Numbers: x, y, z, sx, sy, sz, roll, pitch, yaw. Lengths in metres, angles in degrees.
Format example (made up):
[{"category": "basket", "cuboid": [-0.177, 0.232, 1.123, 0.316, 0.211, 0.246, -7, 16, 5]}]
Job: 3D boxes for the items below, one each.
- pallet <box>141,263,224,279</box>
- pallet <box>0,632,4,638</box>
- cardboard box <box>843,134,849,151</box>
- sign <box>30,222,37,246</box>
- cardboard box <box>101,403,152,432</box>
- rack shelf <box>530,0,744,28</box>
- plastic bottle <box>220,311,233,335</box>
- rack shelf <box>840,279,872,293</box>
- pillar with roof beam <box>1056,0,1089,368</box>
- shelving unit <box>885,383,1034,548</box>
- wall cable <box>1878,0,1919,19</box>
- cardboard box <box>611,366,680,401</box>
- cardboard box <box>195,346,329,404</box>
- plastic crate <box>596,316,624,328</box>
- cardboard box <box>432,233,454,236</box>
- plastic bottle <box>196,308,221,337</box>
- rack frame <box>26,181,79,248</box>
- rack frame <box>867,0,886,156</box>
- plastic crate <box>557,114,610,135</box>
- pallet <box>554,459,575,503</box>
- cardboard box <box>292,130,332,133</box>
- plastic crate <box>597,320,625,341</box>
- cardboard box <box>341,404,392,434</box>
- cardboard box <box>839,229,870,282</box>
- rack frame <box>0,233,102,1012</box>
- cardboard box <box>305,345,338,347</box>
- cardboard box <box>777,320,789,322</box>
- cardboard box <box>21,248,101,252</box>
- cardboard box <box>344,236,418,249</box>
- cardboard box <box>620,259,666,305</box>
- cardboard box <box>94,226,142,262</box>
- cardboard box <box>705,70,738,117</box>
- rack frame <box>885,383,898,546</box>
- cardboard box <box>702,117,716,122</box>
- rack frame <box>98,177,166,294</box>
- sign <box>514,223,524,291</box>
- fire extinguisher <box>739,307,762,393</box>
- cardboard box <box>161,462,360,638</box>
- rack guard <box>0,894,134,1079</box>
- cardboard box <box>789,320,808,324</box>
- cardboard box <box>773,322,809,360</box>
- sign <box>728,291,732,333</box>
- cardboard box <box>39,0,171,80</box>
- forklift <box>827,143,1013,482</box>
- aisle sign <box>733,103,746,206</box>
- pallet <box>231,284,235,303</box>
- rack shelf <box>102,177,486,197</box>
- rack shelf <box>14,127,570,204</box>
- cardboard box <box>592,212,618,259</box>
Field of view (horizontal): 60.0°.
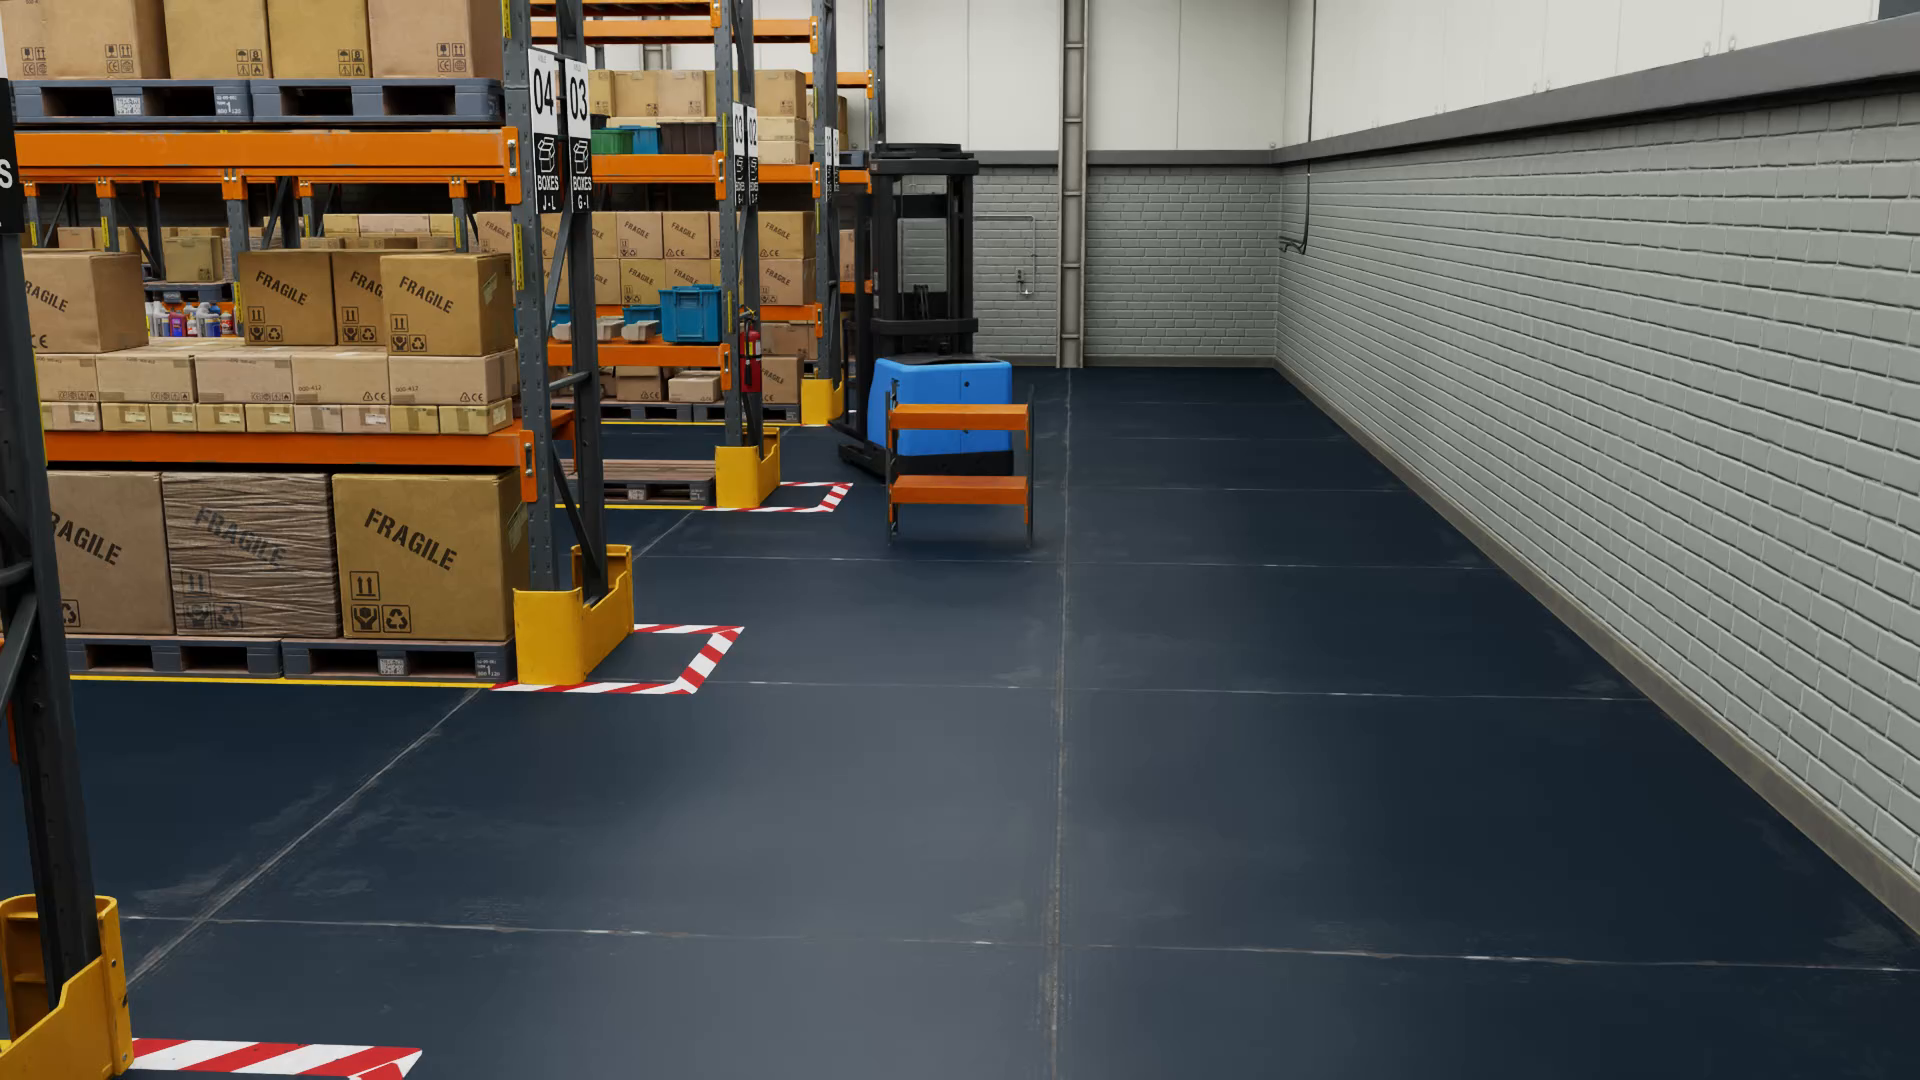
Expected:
[{"category": "pallet", "cuboid": [-11.102, -3.902, 24.063, 1.213, 0.211, 1.003, 1, 12, 4]}, {"category": "pallet", "cuboid": [-5.373, 0.505, 9.339, 1.213, 0.211, 1.003, 1, 12, 4]}, {"category": "cardboard box", "cuboid": [-1.854, -5.577, 23.373, 0.500, 0.250, 0.500, 1, 12, 7]}, {"category": "sign", "cuboid": [-13.144, -4.344, 23.597, 0.005, 0.325, 0.100, 1, 12, 4]}, {"category": "cardboard box", "cuboid": [-4.298, -0.671, 8.761, 0.250, 0.149, 0.380, 0, 12, 2]}, {"category": "rack shelf", "cuboid": [-3.800, -4.260, 13.387, 4.000, 0.370, 1.077, 1, 12, 4]}, {"category": "plastic bottle", "cuboid": [-6.382, -1.893, 14.477, 0.097, 0.201, 0.097, 0, 12, 0]}, {"category": "rack shelf", "cuboid": [-3.137, -3.543, 23.635, 4.000, 0.370, 1.077, 1, 12, 4]}, {"category": "pillar with roof beam", "cuboid": [1.322, -6.064, 19.281, 0.400, 9.000, 9.100, 1, 12, 4]}, {"category": "shelving unit", "cuboid": [0.007, -0.550, 12.152, 1.048, 1.125, 0.538, 1, 12, 4]}, {"category": "wall cable", "cuboid": [3.277, -4.561, 4.239, 0.120, 5.999, 2.277, 1, 12, 4]}, {"category": "cardboard box", "cuboid": [-3.585, -1.879, 18.947, 0.637, 0.503, 0.797, 1, 12, 4]}, {"category": "cardboard box", "cuboid": [-3.650, -0.870, 8.742, 0.500, 0.250, 0.500, 0, 12, 2]}, {"category": "plastic crate", "cuboid": [-3.020, -1.845, 14.260, 0.298, 0.136, 0.250, 1, 12, 4]}, {"category": "cardboard box", "cuboid": [-7.119, -4.101, 23.526, 0.500, 0.500, 0.500, 1, 12, 5]}, {"category": "plastic bottle", "cuboid": [-6.210, -1.777, 13.740, 0.135, 0.276, 0.152, 1, 12, 4]}, {"category": "rack frame", "cuboid": [-13.115, -4.032, 24.216, 0.127, 3.000, 1.000, 1, 12, 4]}, {"category": "rack frame", "cuboid": [-1.142, -6.804, 22.817, 0.127, 3.000, 1.000, 1, 12, 4]}, {"category": "plastic crate", "cuboid": [-3.310, -3.359, 13.823, 0.767, 0.338, 0.504, 1, 12, 4]}, {"category": "pallet", "cuboid": [-3.838, -0.515, 14.215, 1.213, 0.211, 1.003, 1, 12, 4]}, {"category": "cardboard box", "cuboid": [-7.289, -4.721, 18.673, 0.600, 0.600, 0.600, 0, 12, 2]}, {"category": "plastic crate", "cuboid": [-2.918, -1.725, 13.686, 0.243, 0.136, 0.396, 1, 12, 4]}, {"category": "cardboard box", "cuboid": [-3.023, -0.653, 8.679, 0.250, 0.149, 0.380, 1, 12, 4]}, {"category": "cardboard box", "cuboid": [-1.651, -4.019, 23.424, 0.700, 0.700, 0.980, 1, 12, 6]}, {"category": "rack frame", "cuboid": [-2.567, 0.180, 4.081, 0.127, 3.000, 1.000, 1, 12, 4]}, {"category": "cardboard box", "cuboid": [-3.616, -0.979, 9.262, 0.500, 0.250, 0.500, 0, 12, 2]}, {"category": "cardboard box", "cuboid": [-2.464, -3.206, 23.762, 0.250, 0.149, 0.380, 1, 12, 4]}, {"category": "cardboard box", "cuboid": [-5.150, -1.366, 9.282, 0.500, 0.500, 0.500, 1, 12, 4]}, {"category": "cardboard box", "cuboid": [-6.608, -3.213, 19.034, 0.500, 0.500, 0.700, 3, 12, 13]}, {"category": "cardboard box", "cuboid": [-3.452, -2.876, 18.448, 0.500, 0.500, 0.500, 1, 12, 3]}, {"category": "cardboard box", "cuboid": [-12.052, -4.273, 24.050, 0.500, 0.500, 0.700, 2, 12, 10]}, {"category": "cardboard box", "cuboid": [-2.476, -4.890, 18.306, 0.500, 0.500, 0.700, 1, 12, 4]}, {"category": "rack frame", "cuboid": [-0.500, -0.557, 12.186, 0.032, 1.125, 0.500, 1, 12, 4]}, {"category": "cardboard box", "cuboid": [-2.498, -4.457, 18.067, 0.500, 0.250, 0.500, 1, 12, 4]}, {"category": "rack frame", "cuboid": [-9.451, -2.965, 19.116, 0.127, 3.000, 1.000, 1, 12, 4]}, {"category": "sign", "cuboid": [-2.185, -1.404, 8.246, 0.005, 0.325, 0.100, 1, 12, 4]}, {"category": "fire extinguisher", "cuboid": [-1.684, -1.528, 13.348, 0.183, 0.674, 0.296, 1, 12, 4]}, {"category": "cardboard box", "cuboid": [-3.687, -0.002, 9.116, 0.875, 0.875, 0.875, 1, 12, 4]}, {"category": "rack guard", "cuboid": [-2.643, 1.403, 4.342, 0.348, 0.500, 1.175, 1, 12, 4]}, {"category": "cardboard box", "cuboid": [-2.242, -3.124, 23.372, 0.250, 0.149, 0.380, 1, 12, 5]}, {"category": "cardboard box", "cuboid": [-2.346, -2.846, 23.625, 0.500, 0.500, 0.700, 1, 12, 4]}, {"category": "sign", "cuboid": [-1.825, -1.811, 13.200, 0.005, 0.325, 0.100, 1, 12, 4]}, {"category": "cardboard box", "cuboid": [-4.293, -2.615, 8.604, 0.500, 0.500, 0.700, 1, 12, 6]}, {"category": "forklift", "cuboid": [-0.518, -2.167, 15.469, 1.130, 2.935, 3.031, -4, 13, -20]}, {"category": "aisle sign", "cuboid": [-1.752, -3.055, 13.198, 0.004, 0.787, 0.394, 1, 12, 4]}, {"category": "pallet", "cuboid": [-7.511, -2.845, 19.013, 1.213, 0.211, 1.003, 1, 12, 4]}, {"category": "rack shelf", "cuboid": [-7.456, -4.054, 18.752, 4.000, 0.370, 1.077, 1, 12, 4]}, {"category": "rack shelf", "cuboid": [-4.130, -1.975, 8.816, 4.000, 0.370, 1.077, 1, 12, 4]}, {"category": "cardboard box", "cuboid": [-3.981, -3.371, 18.369, 0.500, 0.500, 0.500, 0, 12, 2]}]
